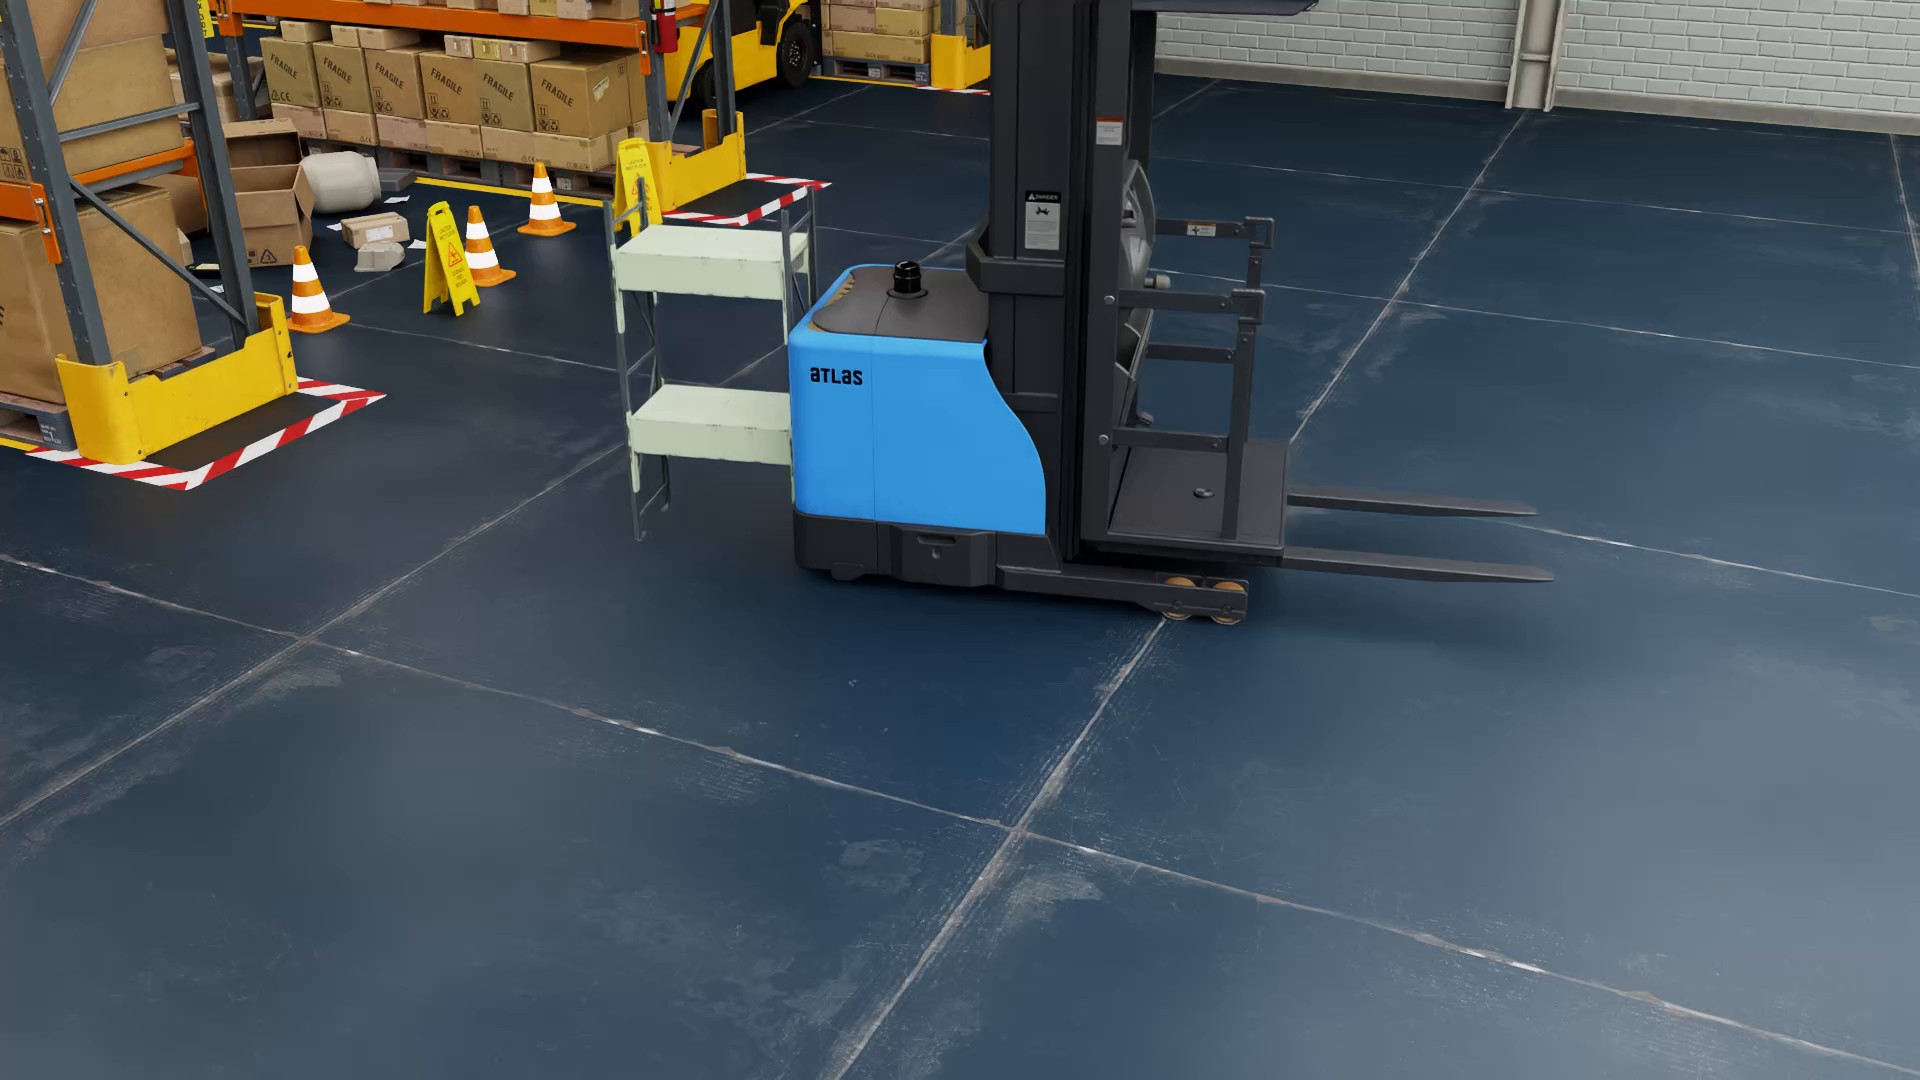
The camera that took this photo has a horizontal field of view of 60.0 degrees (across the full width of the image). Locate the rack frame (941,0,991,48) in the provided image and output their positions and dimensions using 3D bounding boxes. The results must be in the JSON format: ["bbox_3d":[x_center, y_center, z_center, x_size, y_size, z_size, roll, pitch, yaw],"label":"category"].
[{"bbox_3d":[0.073,-5.971,15.981,0.127,3.000,1.000,11,28,22],"label":"rack frame"}]

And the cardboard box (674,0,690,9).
[{"bbox_3d":[-2.202,-4.007,12.277,0.250,0.149,0.380,11,28,22],"label":"cardboard box"}]

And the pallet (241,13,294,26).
[{"bbox_3d":[-7.873,-6.334,19.876,1.213,0.211,1.003,11,28,22],"label":"pallet"}]

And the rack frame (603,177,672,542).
[{"bbox_3d":[-1.363,-0.752,7.079,0.023,1.500,0.400,5,27,10],"label":"rack frame"}]

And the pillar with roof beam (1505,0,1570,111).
[{"bbox_3d":[3.492,-6.324,9.907,0.400,9.000,9.100,11,28,22],"label":"pillar with roof beam"}]

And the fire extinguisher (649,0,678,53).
[{"bbox_3d":[-2.065,-3.733,11.524,0.183,0.674,0.296,11,28,22],"label":"fire extinguisher"}]

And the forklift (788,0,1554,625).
[{"bbox_3d":[0.880,-1.237,6.444,3.031,2.935,1.130,5,27,10],"label":"forklift"}]

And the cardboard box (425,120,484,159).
[{"bbox_3d":[-3.772,-3.160,12.910,0.500,0.250,0.500,10,28,20],"label":"cardboard box"}]

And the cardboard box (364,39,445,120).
[{"bbox_3d":[-4.231,-3.592,12.938,0.500,0.500,0.500,13,29,24],"label":"cardboard box"}]

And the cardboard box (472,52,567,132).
[{"bbox_3d":[-3.292,-3.401,12.551,0.500,0.500,0.500,12,29,24],"label":"cardboard box"}]

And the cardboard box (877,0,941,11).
[{"bbox_3d":[-0.475,-5.333,16.191,0.500,0.250,0.500,12,29,24],"label":"cardboard box"}]

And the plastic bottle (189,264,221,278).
[{"bbox_3d":[-4.834,-1.731,10.696,0.283,0.061,0.133,2,26,4],"label":"plastic bottle"}]

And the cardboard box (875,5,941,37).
[{"bbox_3d":[-0.499,-5.113,16.311,0.500,0.250,0.500,11,28,21],"label":"cardboard box"}]

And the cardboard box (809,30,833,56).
[{"bbox_3d":[-1.386,-5.074,16.798,0.500,0.250,0.500,12,29,22],"label":"cardboard box"}]

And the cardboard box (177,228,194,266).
[{"bbox_3d":[-5.249,-1.896,10.801,0.258,0.266,0.396,17,31,31],"label":"cardboard box"}]

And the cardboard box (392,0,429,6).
[{"bbox_3d":[-4.064,-4.134,12.535,0.250,0.149,0.380,11,28,22],"label":"cardboard box"}]

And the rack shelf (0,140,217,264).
[{"bbox_3d":[-5.756,-2.008,8.748,4.000,0.370,1.077,11,28,22],"label":"rack shelf"}]

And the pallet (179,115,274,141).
[{"bbox_3d":[-6.329,-3.596,14.315,1.213,0.211,1.003,11,28,22],"label":"pallet"}]

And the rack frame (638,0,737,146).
[{"bbox_3d":[-1.978,-3.974,11.926,0.127,3.000,1.000,11,28,22],"label":"rack frame"}]

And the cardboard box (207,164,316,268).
[{"bbox_3d":[-4.625,-2.157,11.062,0.637,0.503,0.797,-7,27,-14],"label":"cardboard box"}]

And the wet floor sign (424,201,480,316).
[{"bbox_3d":[-3.089,-1.700,9.972,0.232,0.644,0.267,6,27,13],"label":"wet floor sign"}]

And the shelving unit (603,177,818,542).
[{"bbox_3d":[-1.004,-0.720,7.014,0.755,1.500,0.431,5,27,10],"label":"shelving unit"}]

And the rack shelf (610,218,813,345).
[{"bbox_3d":[-1.004,-1.070,6.842,0.720,0.370,0.431,5,27,10],"label":"rack shelf"}]

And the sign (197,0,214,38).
[{"bbox_3d":[-3.700,-2.611,8.088,0.005,0.325,0.100,11,28,22],"label":"sign"}]

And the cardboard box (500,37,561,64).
[{"bbox_3d":[-3.177,-3.638,12.298,0.250,0.149,0.380,12,29,23],"label":"cardboard box"}]

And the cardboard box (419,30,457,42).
[{"bbox_3d":[-4.041,-3.811,13.384,0.500,0.500,0.500,13,29,24],"label":"cardboard box"}]

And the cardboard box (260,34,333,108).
[{"bbox_3d":[-5.194,-3.780,13.321,0.500,0.500,0.500,13,29,24],"label":"cardboard box"}]

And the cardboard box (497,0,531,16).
[{"bbox_3d":[-3.155,-3.936,12.133,0.250,0.149,0.380,12,29,23],"label":"cardboard box"}]

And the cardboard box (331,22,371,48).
[{"bbox_3d":[-4.637,-3.931,12.893,0.250,0.149,0.380,13,29,24],"label":"cardboard box"}]

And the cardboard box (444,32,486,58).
[{"bbox_3d":[-3.644,-3.734,12.493,0.250,0.149,0.380,13,29,24],"label":"cardboard box"}]

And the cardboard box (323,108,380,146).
[{"bbox_3d":[-4.703,-3.351,13.297,0.500,0.250,0.500,13,29,25],"label":"cardboard box"}]

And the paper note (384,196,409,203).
[{"bbox_3d":[-4.187,-2.535,12.365,0.148,0.019,0.142,2,26,4],"label":"paper note"}]

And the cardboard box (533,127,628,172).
[{"bbox_3d":[-2.847,-2.973,12.530,0.500,0.250,0.500,11,28,22],"label":"cardboard box"}]

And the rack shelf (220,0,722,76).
[{"bbox_3d":[-3.799,-4.017,12.828,4.000,0.370,1.077,11,28,22],"label":"rack shelf"}]

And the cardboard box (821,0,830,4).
[{"bbox_3d":[-1.406,-5.512,16.555,0.500,0.250,0.500,12,29,22],"label":"cardboard box"}]

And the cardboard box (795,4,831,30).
[{"bbox_3d":[-1.430,-5.295,16.680,0.500,0.250,0.500,11,28,21],"label":"cardboard box"}]

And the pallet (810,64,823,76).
[{"bbox_3d":[-1.747,-5.066,17.301,1.213,0.211,1.003,11,28,22],"label":"pallet"}]

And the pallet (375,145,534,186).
[{"bbox_3d":[-3.879,-3.123,13.355,1.213,0.211,1.003,11,28,22],"label":"pallet"}]

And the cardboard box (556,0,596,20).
[{"bbox_3d":[-2.684,-3.846,11.949,0.250,0.149,0.380,11,28,21],"label":"cardboard box"}]

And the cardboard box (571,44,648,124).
[{"bbox_3d":[-2.620,-3.528,12.809,0.500,0.500,0.500,10,28,20],"label":"cardboard box"}]

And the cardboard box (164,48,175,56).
[{"bbox_3d":[-7.387,-4.066,14.613,0.625,0.372,0.950,12,29,23],"label":"cardboard box"}]

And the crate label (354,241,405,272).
[{"bbox_3d":[-3.795,-1.860,10.873,0.298,0.136,0.250,-2,26,-5],"label":"crate label"}]

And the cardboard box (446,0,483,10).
[{"bbox_3d":[-3.600,-4.050,12.364,0.250,0.149,0.380,11,28,21],"label":"cardboard box"}]

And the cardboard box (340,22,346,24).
[{"bbox_3d":[-4.970,-3.996,13.760,0.500,0.500,0.500,11,28,21],"label":"cardboard box"}]

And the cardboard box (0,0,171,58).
[{"bbox_3d":[-4.257,-2.601,7.744,0.550,0.550,0.875,11,28,22],"label":"cardboard box"}]

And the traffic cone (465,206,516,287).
[{"bbox_3d":[-3.054,-1.887,10.560,0.334,0.463,0.336,11,28,22],"label":"traffic cone"}]

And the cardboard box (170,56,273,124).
[{"bbox_3d":[-6.098,-3.810,14.092,0.625,0.372,0.950,12,29,22],"label":"cardboard box"}]

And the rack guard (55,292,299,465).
[{"bbox_3d":[-3.913,-0.840,8.389,0.348,0.500,1.175,11,28,22],"label":"rack guard"}]

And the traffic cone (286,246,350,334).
[{"bbox_3d":[-3.831,-1.495,9.763,0.334,0.463,0.336,11,28,22],"label":"traffic cone"}]

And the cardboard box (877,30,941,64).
[{"bbox_3d":[-0.485,-4.884,16.412,0.500,0.250,0.500,12,28,22],"label":"cardboard box"}]

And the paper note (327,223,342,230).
[{"bbox_3d":[-4.374,-2.225,11.748,0.142,0.019,0.148,23,35,39],"label":"paper note"}]
